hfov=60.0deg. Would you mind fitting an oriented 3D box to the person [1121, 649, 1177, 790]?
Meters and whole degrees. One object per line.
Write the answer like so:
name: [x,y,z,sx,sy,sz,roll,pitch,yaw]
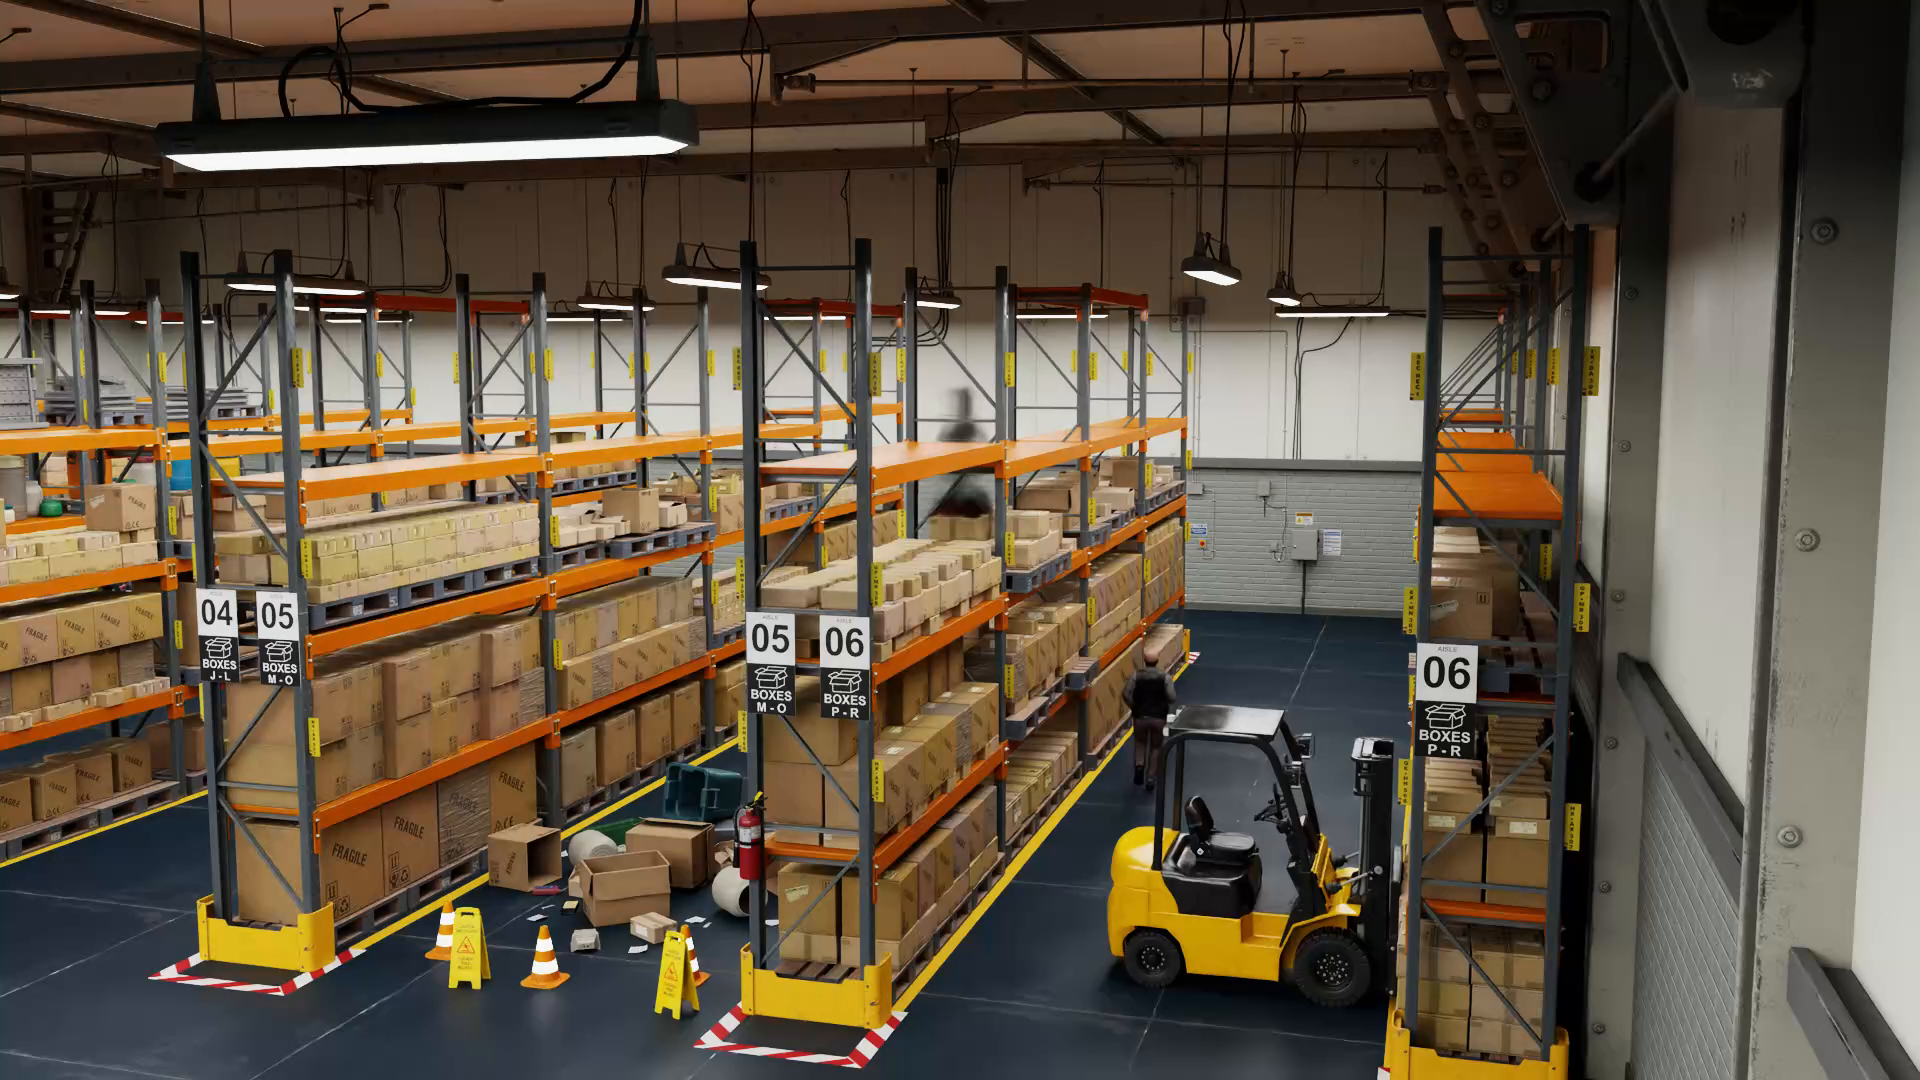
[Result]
person: [2.261,2.112,19.823,0.651,1.675,0.586,1,7,11]
